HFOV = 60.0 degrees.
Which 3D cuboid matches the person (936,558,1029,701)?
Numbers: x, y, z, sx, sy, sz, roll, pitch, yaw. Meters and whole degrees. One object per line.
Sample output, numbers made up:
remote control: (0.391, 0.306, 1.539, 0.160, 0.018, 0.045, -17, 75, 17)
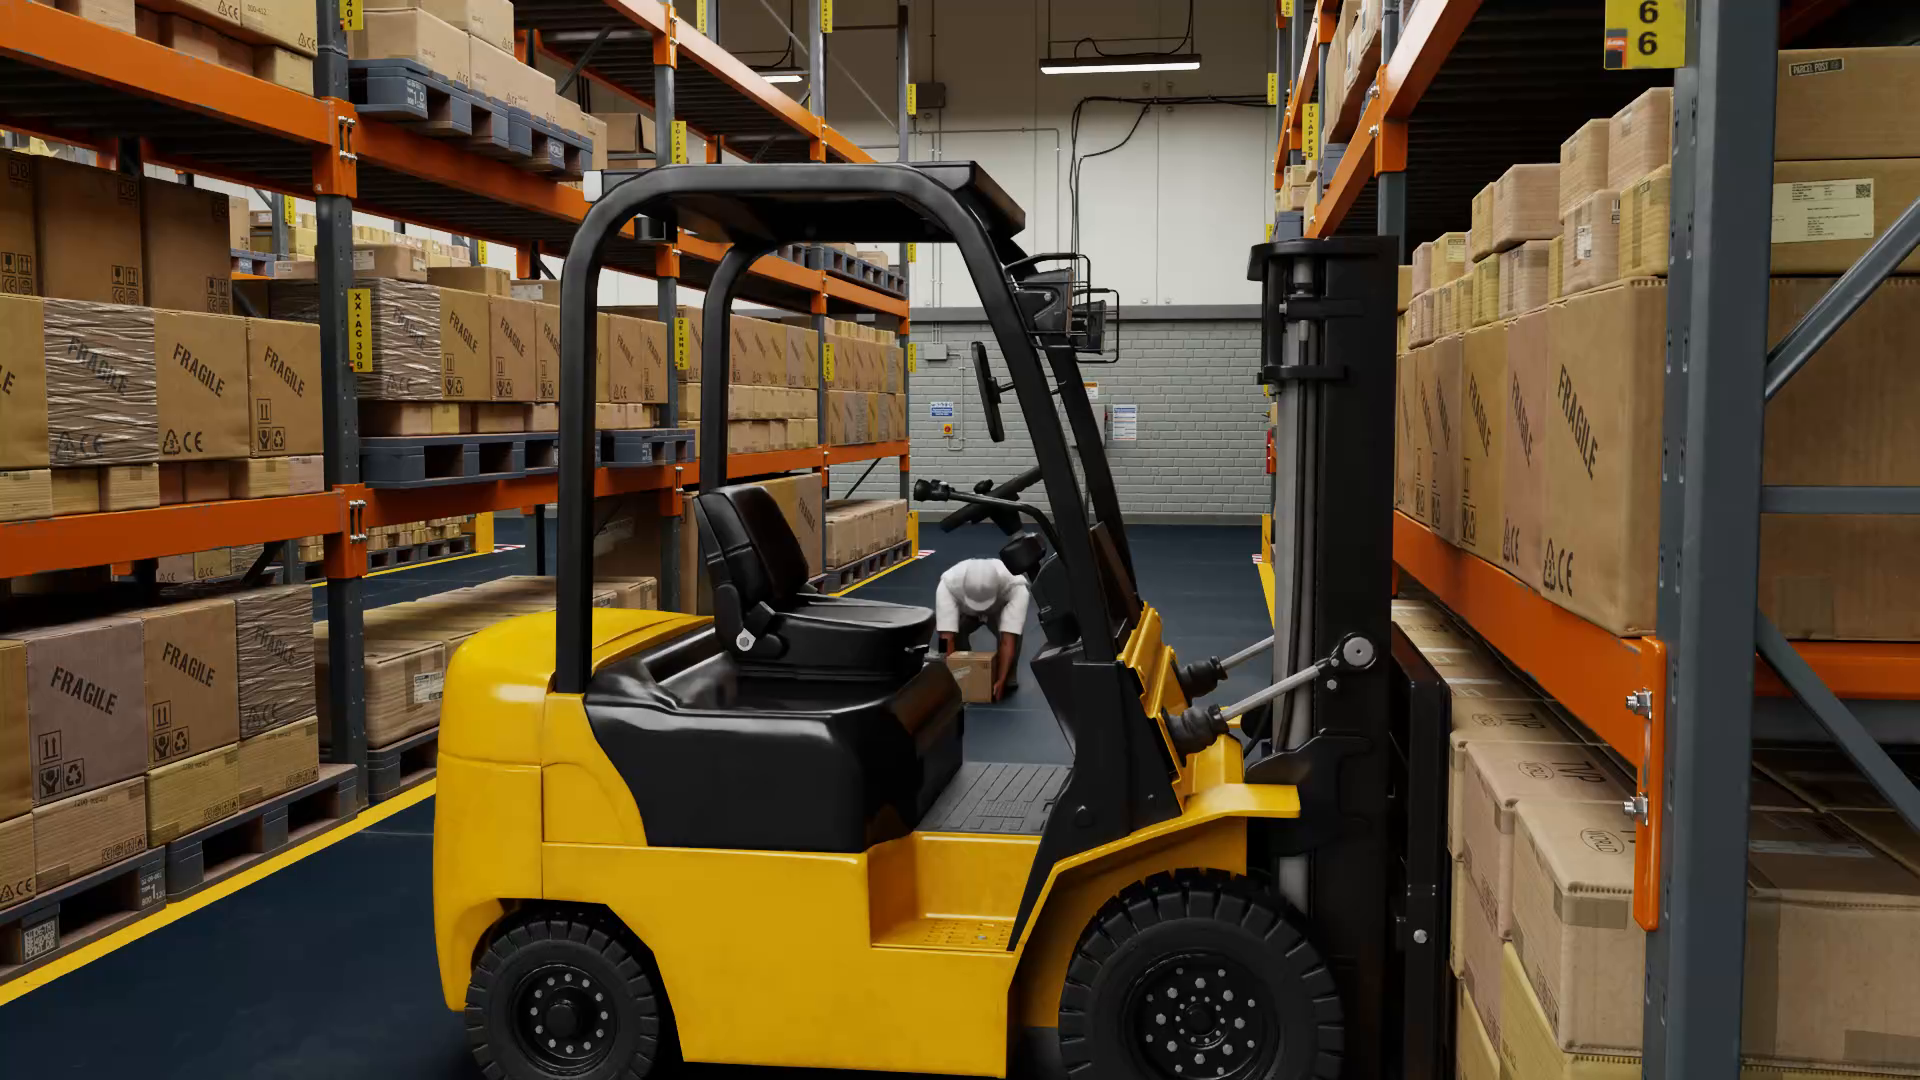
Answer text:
person: (0.144, 0.502, 9.618, 0.531, 0.851, 0.947, 1, 4, 7)
